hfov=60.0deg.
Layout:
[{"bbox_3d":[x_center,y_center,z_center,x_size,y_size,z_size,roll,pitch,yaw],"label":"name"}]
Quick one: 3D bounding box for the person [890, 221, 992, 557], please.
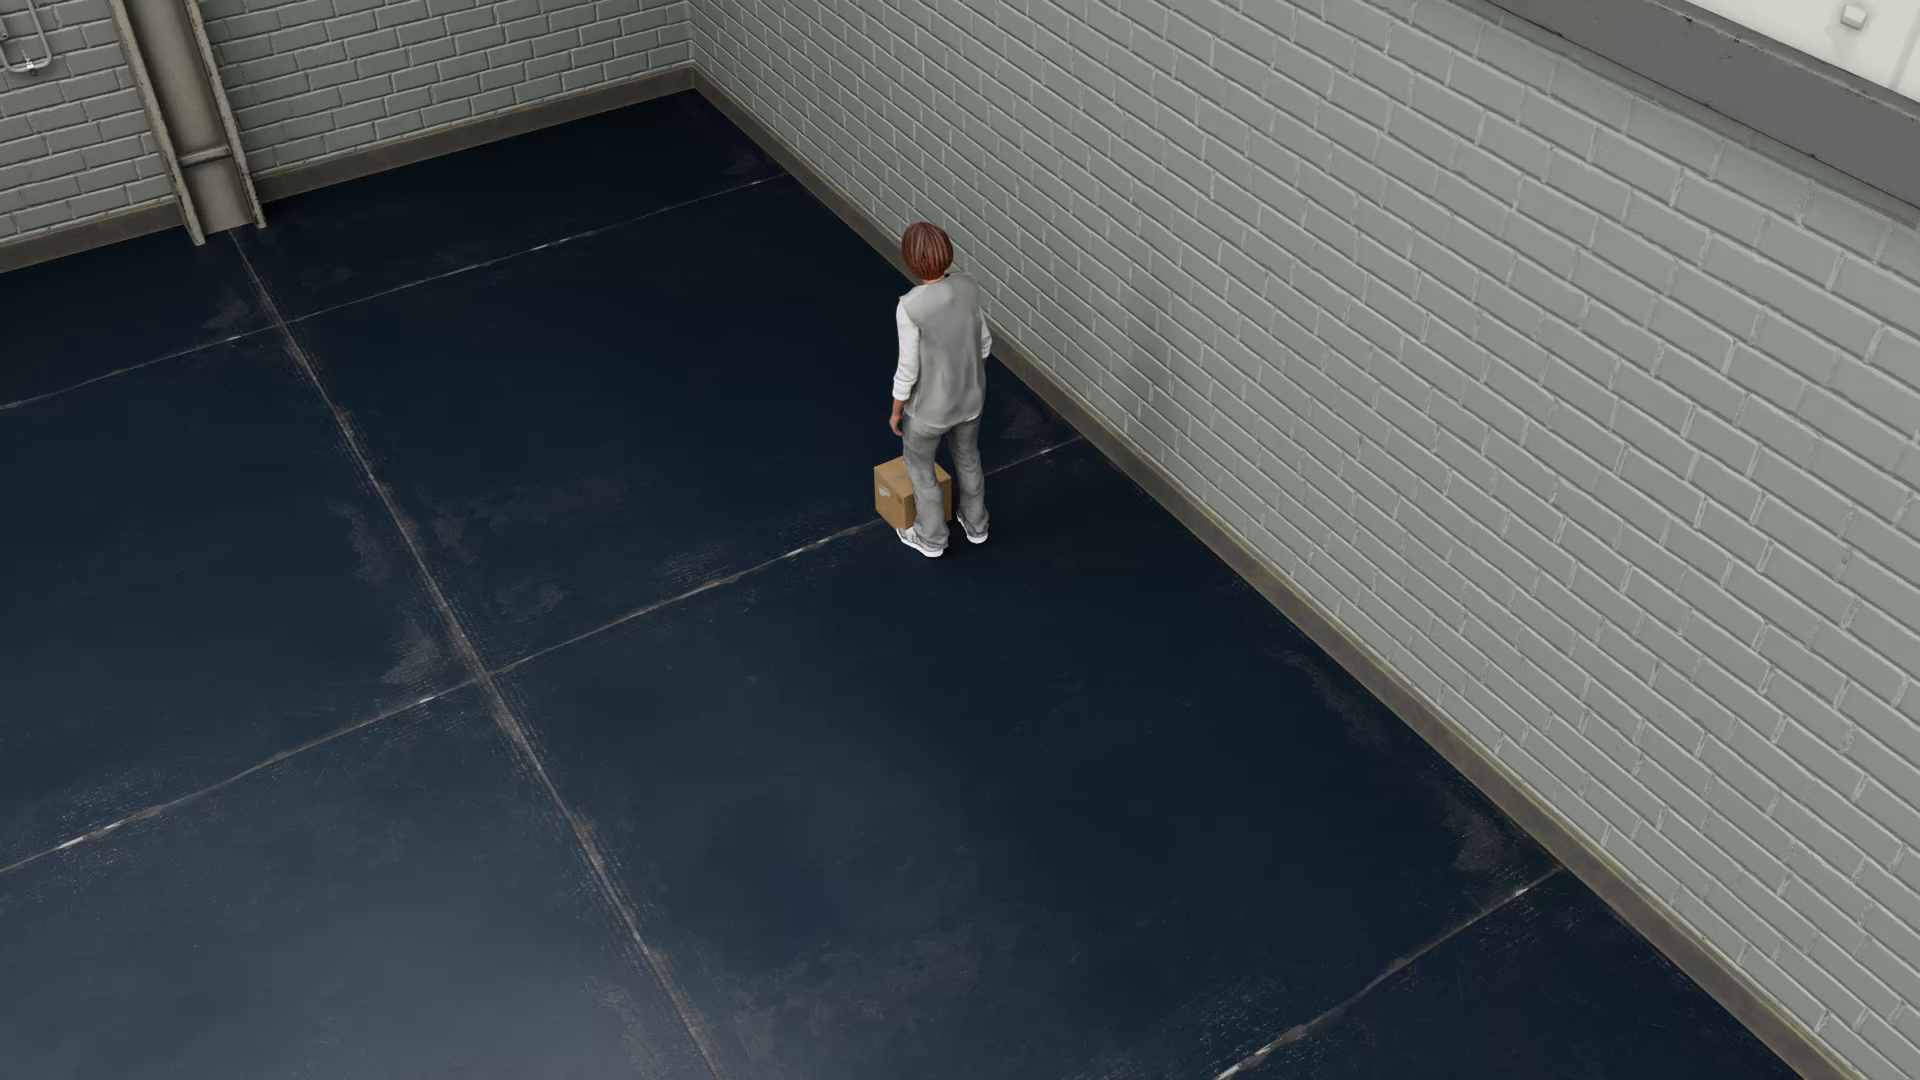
[{"bbox_3d":[-0.083,-0.584,6.831,0.485,1.593,0.374,-25,47,-26],"label":"person"}]
